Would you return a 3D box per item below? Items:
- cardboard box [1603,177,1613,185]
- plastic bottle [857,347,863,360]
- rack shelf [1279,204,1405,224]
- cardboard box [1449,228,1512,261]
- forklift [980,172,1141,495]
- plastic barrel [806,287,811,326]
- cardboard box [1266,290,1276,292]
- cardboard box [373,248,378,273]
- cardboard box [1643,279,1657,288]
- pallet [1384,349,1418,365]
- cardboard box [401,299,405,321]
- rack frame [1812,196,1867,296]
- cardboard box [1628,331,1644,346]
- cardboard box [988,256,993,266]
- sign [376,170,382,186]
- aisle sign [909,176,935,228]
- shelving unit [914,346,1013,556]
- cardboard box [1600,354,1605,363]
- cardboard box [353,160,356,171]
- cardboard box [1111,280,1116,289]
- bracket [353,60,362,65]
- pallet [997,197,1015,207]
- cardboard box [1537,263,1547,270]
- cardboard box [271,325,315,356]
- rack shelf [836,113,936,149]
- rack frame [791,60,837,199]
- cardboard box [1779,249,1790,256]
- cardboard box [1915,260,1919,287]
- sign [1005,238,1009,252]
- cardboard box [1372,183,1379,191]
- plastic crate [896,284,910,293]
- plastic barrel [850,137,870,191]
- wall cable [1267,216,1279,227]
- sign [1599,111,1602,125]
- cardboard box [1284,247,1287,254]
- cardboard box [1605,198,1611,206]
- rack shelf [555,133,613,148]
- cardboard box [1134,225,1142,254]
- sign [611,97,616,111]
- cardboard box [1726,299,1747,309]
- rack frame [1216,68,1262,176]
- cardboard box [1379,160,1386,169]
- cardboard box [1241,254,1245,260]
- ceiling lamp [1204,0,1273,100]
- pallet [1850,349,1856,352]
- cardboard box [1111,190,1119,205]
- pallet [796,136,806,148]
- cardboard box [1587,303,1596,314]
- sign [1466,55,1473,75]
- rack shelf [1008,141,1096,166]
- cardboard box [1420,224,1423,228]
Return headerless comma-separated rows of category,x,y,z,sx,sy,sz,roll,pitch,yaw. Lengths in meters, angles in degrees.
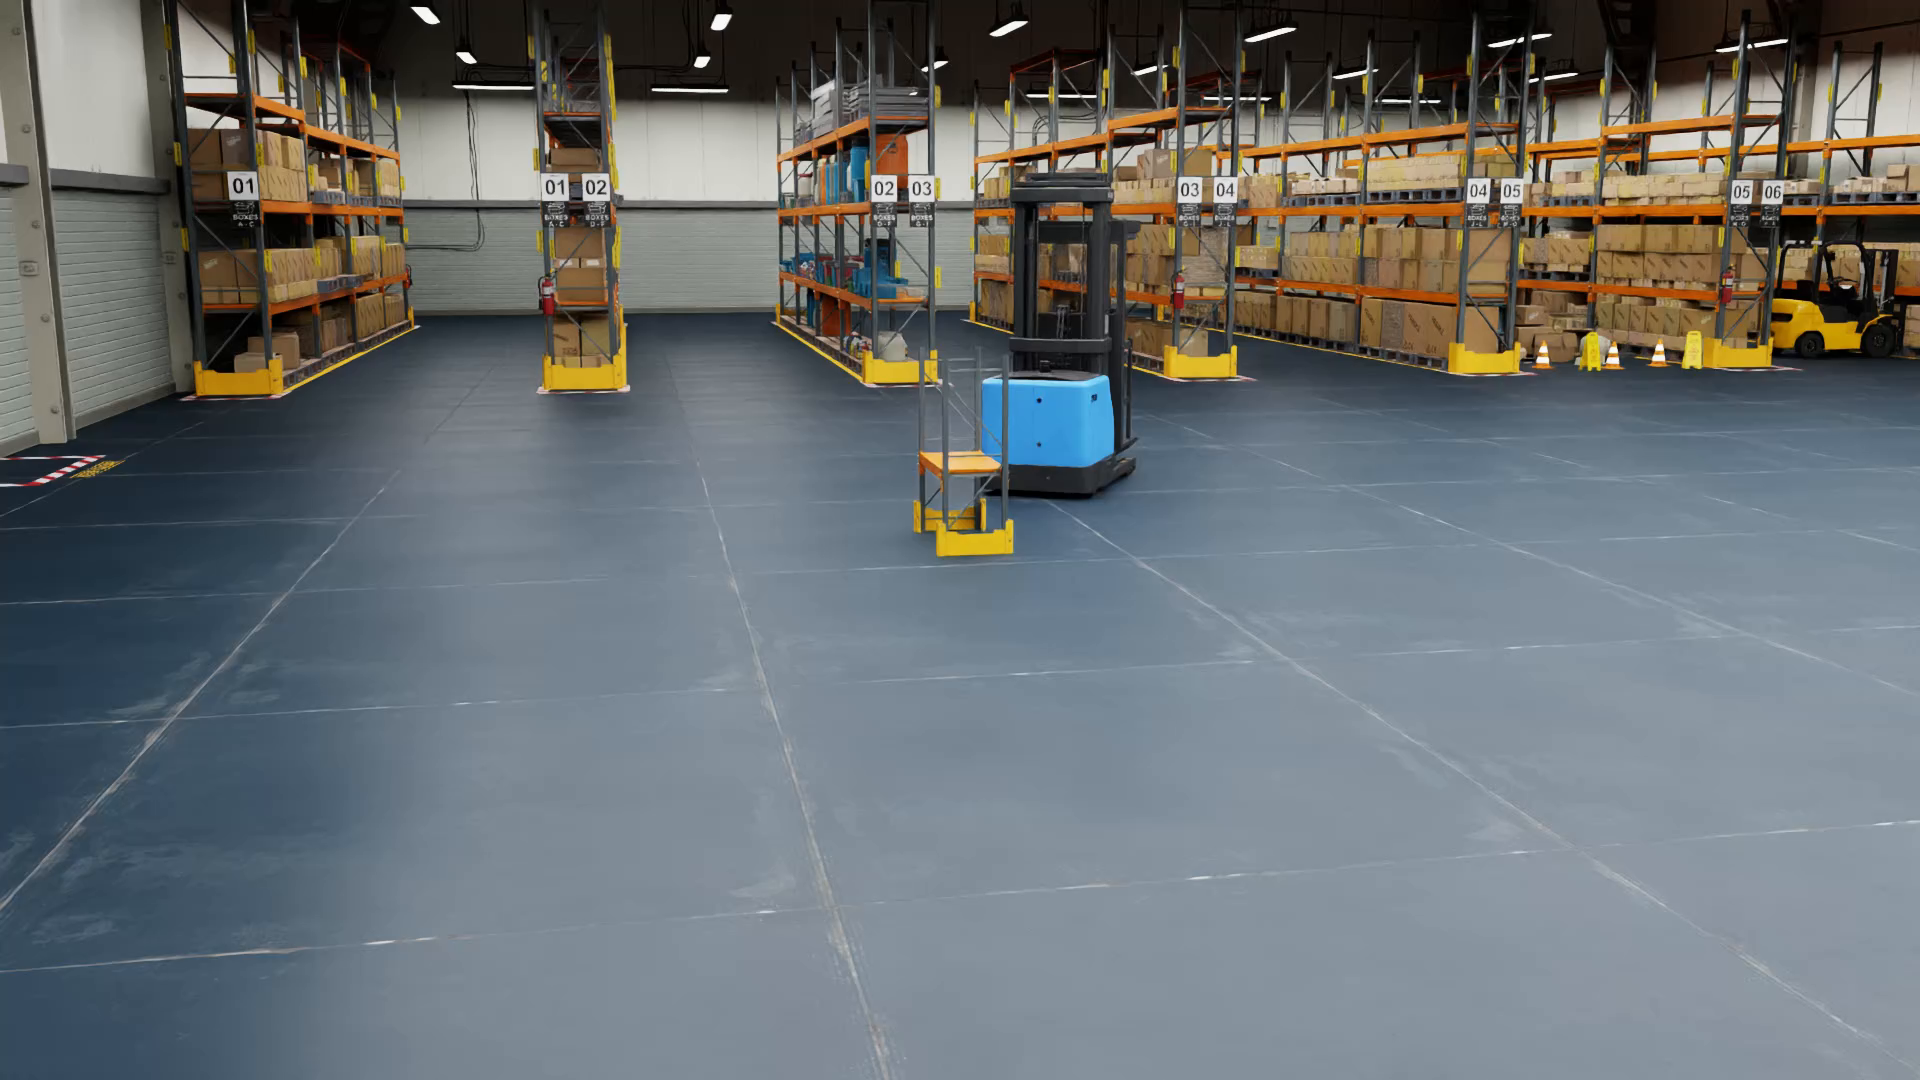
cardboard box,12.650,-6.926,32.078,0.380,0.149,0.250,-2,11,-12
plastic bottle,-1.680,-3.142,27.988,0.097,0.201,0.097,0,11,0
rack shelf,7.684,-6.542,33.446,1.077,0.370,4.000,-2,11,-11
cardboard box,8.817,-4.995,28.128,0.875,0.550,0.550,-2,11,-11
forklift,1.132,-2.085,16.311,1.130,2.935,3.031,4,11,18
plastic barrel,-3.137,-5.255,37.274,0.600,0.901,0.708,-2,11,-11
cardboard box,7.113,-5.550,37.892,0.500,0.250,0.500,-3,11,-14
cardboard box,-12.498,-5.856,34.826,0.500,0.500,0.500,-2,11,-11
cardboard box,12.971,-4.780,30.962,0.380,0.149,0.250,-2,11,-11
pallet,8.385,-3.319,30.067,1.003,0.211,1.213,-2,11,-11
cardboard box,-13.488,-5.407,39.145,0.700,0.500,0.500,-2,11,-11
rack frame,17.777,-5.435,33.727,1.000,3.000,0.127,-2,11,-11
cardboard box,12.979,-3.796,31.350,0.500,0.250,0.500,-2,11,-12
cardboard box,0.991,-6.786,40.431,0.500,0.250,0.500,-2,11,-12
sign,-12.414,-7.724,35.507,0.100,0.325,0.005,-2,11,-11
aisle sign,-0.591,-5.254,25.825,0.394,0.787,0.004,-2,11,-11
shelving unit,0.015,-0.723,12.983,0.587,1.500,1.083,-2,11,-11
cardboard box,11.450,-3.286,30.064,0.380,0.149,0.250,4,11,18
cardboard box,-13.309,-7.963,35.995,0.500,0.500,0.500,-2,11,-11
cardboard box,2.971,-4.673,30.397,0.380,0.149,0.250,-2,11,-11
bracket,-14.163,-11.194,38.314,0.076,0.066,4.783,-2,11,-11
pallet,1.483,-7.941,39.109,1.003,0.211,1.213,-2,11,-11
cardboard box,12.278,-5.705,34.699,0.380,0.149,0.250,-2,11,-9
cardboard box,-11.548,-3.475,28.942,0.700,0.500,0.500,-2,11,-9
rack shelf,-1.282,-6.743,27.552,1.077,0.370,4.000,-2,11,-11
rack frame,-3.226,-9.127,37.084,1.000,3.000,0.127,-2,11,-11
cardboard box,17.247,-5.994,34.663,0.380,0.149,0.250,-2,11,-13
cardboard box,18.110,-4.926,30.789,0.500,0.500,0.500,-2,11,-9
sign,1.088,-6.804,38.395,0.100,0.325,0.005,-2,11,-11
cardboard box,7.862,-6.534,30.762,0.380,0.149,0.250,-2,11,-11
plastic crate,-1.106,-4.295,28.444,0.530,0.136,0.437,-2,11,-11
plastic barrel,-1.582,-6.453,28.590,0.600,0.901,0.708,-2,11,-11
wall cable,9.455,-9.002,49.670,0.585,1.953,0.123,-2,11,-11
sign,15.685,-10.330,40.695,0.100,0.325,0.005,-2,11,-11
cardboard box,7.297,-6.350,36.493,0.380,0.149,0.250,-2,11,-11
cardboard box,12.727,-6.537,32.168,0.380,0.149,0.250,-2,11,-12
rack shelf,-6.919,-7.298,30.464,1.077,0.370,4.000,-2,11,-11
cardboard box,3.330,-5.213,28.826,0.500,0.500,0.500,-2,11,-11
sign,-7.543,-9.506,36.150,0.100,0.325,0.005,-2,11,-11
cardboard box,17.242,-4.974,36.533,0.875,0.625,0.625,-2,11,-9
rack frame,6.517,-9.469,38.880,1.000,3.000,0.127,-2,11,-11
cardboard box,7.910,-6.880,30.447,0.380,0.149,0.250,-2,11,-12
cardboard box,6.499,-6.328,37.175,0.380,0.149,0.250,-2,11,-10
ceiling lamp,7.674,-13.673,45.355,2.000,3.185,0.800,-2,11,-11
pallet,17.890,-3.917,33.214,1.003,0.211,1.213,-2,11,-11
cardboard box,3.024,-6.201,30.133,0.500,0.250,0.500,-3,11,-13
pallet,-3.035,-8.687,36.347,1.003,0.211,1.213,-2,11,-11
cardboard box,16.324,-5.917,42.330,0.500,0.311,0.500,-2,11,-9
sign,8.316,-7.749,27.132,0.100,0.325,0.005,-2,11,-11
rack shelf,2.021,-8.391,36.207,1.077,0.370,4.000,-2,11,-11
cardboard box,11.480,-7.693,40.918,0.380,0.149,0.250,-2,11,-10
